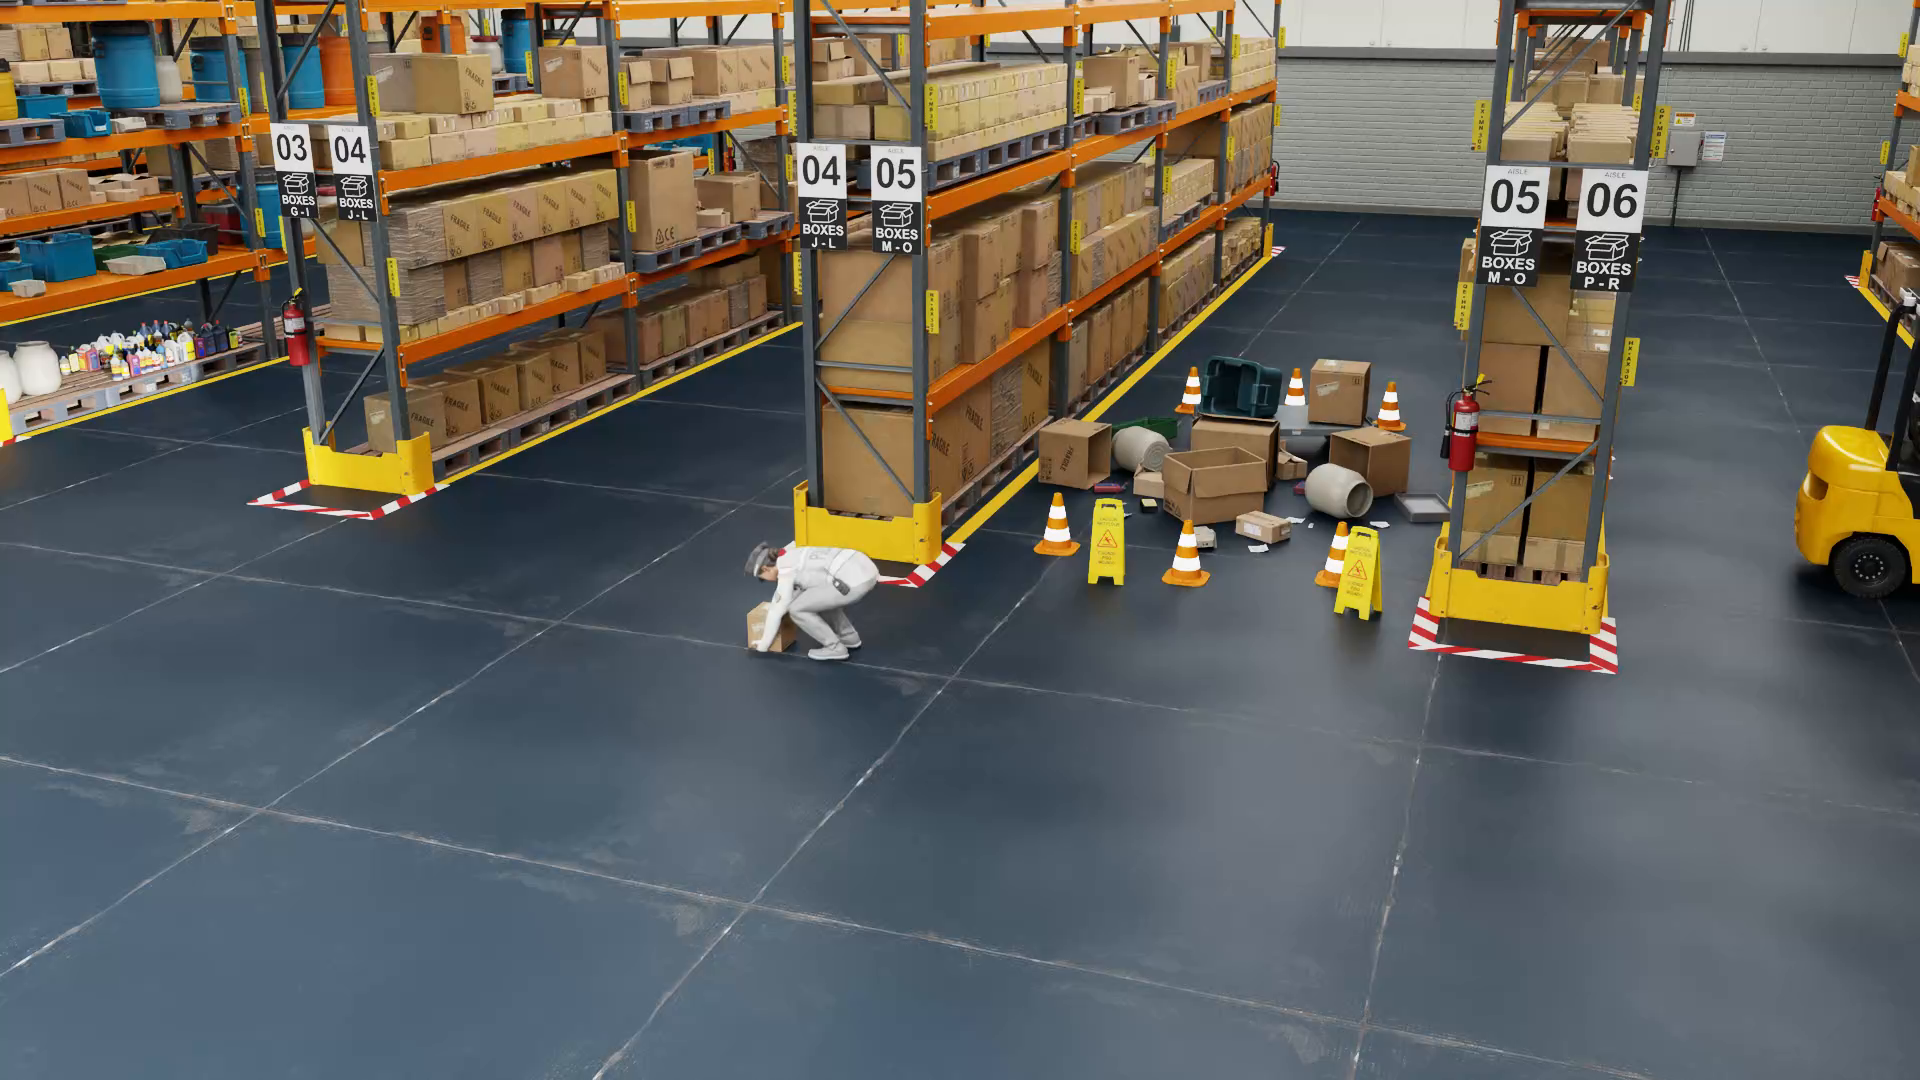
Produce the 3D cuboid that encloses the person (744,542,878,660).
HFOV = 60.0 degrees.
[{"bbox_3d":[-1.016,0.408,11.319,0.915,0.758,0.456,6,20,17],"label":"person"}]
